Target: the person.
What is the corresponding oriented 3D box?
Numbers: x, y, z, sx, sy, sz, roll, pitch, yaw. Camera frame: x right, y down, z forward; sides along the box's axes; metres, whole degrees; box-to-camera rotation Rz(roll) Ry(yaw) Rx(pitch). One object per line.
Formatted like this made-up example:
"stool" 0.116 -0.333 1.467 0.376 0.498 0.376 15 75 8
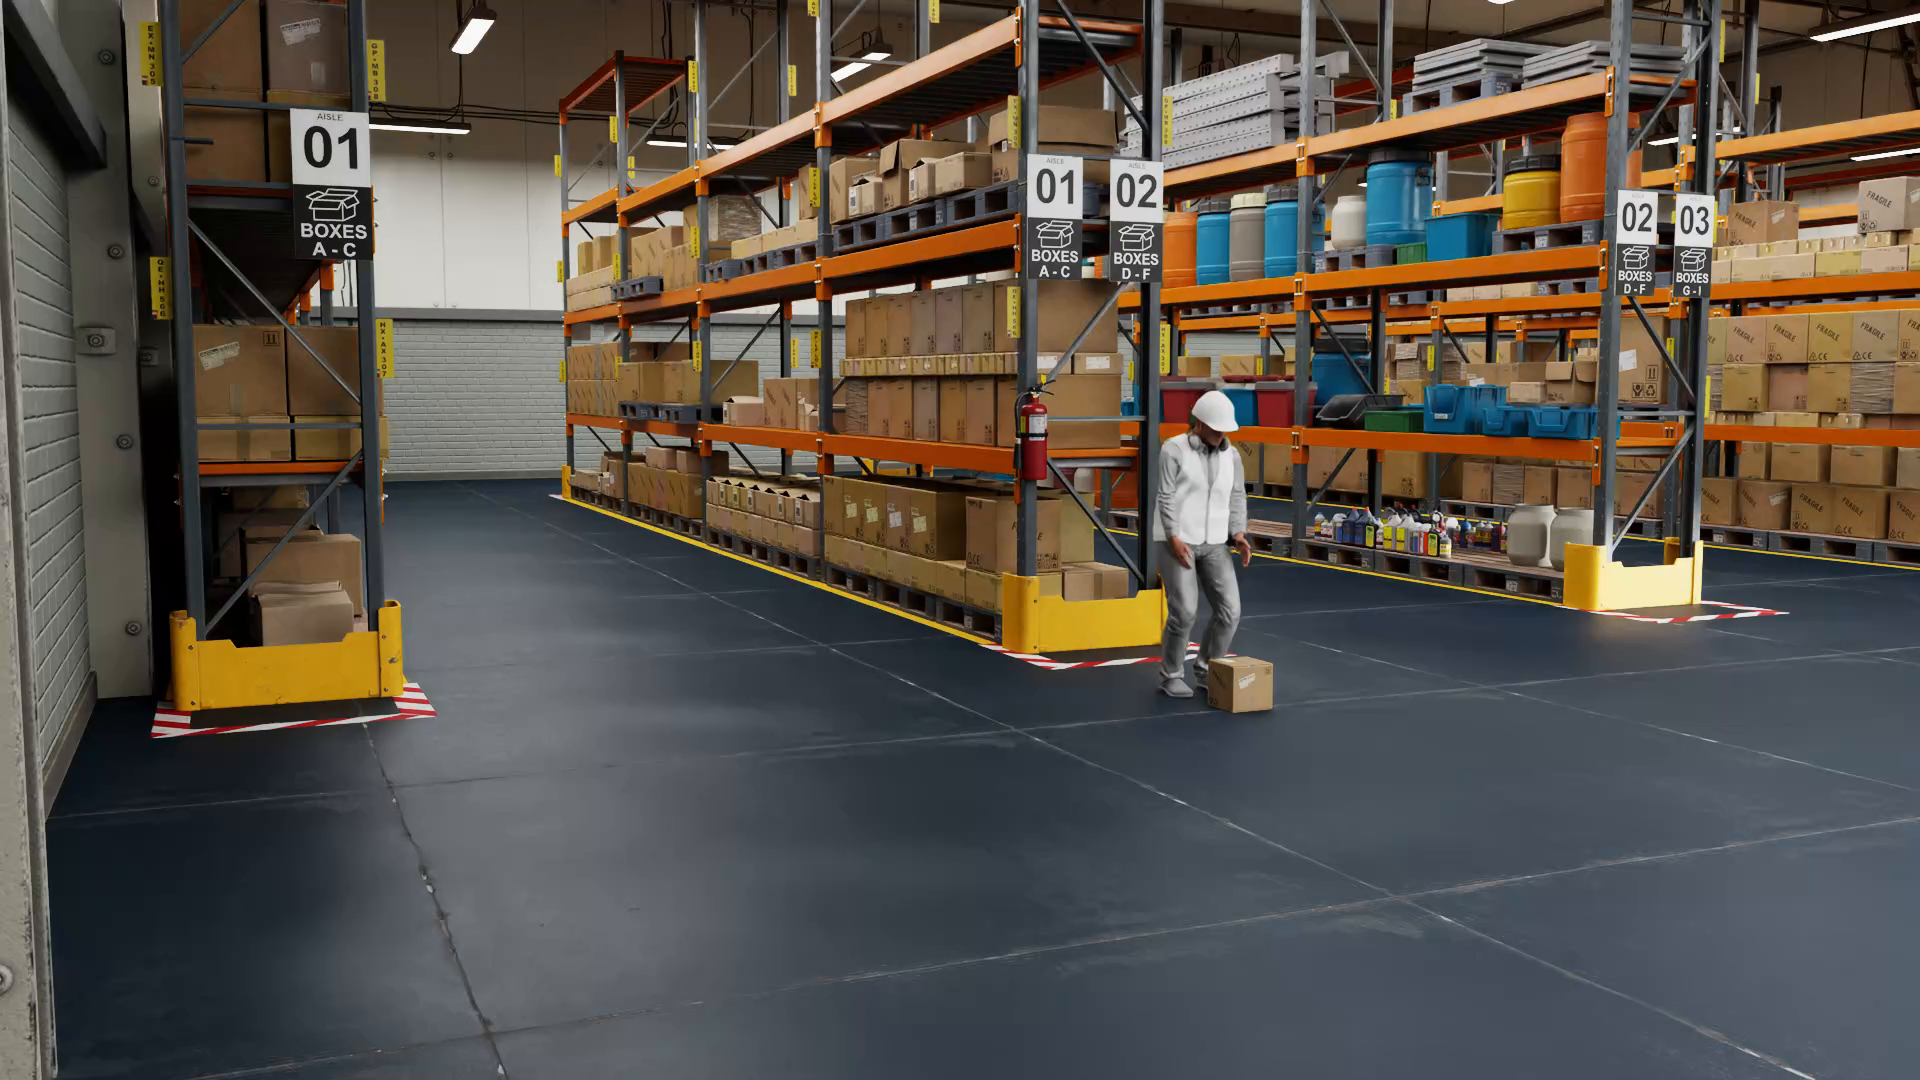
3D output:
"person" 1.358 0.017 9.330 0.563 1.708 0.495 -2 6 -22
